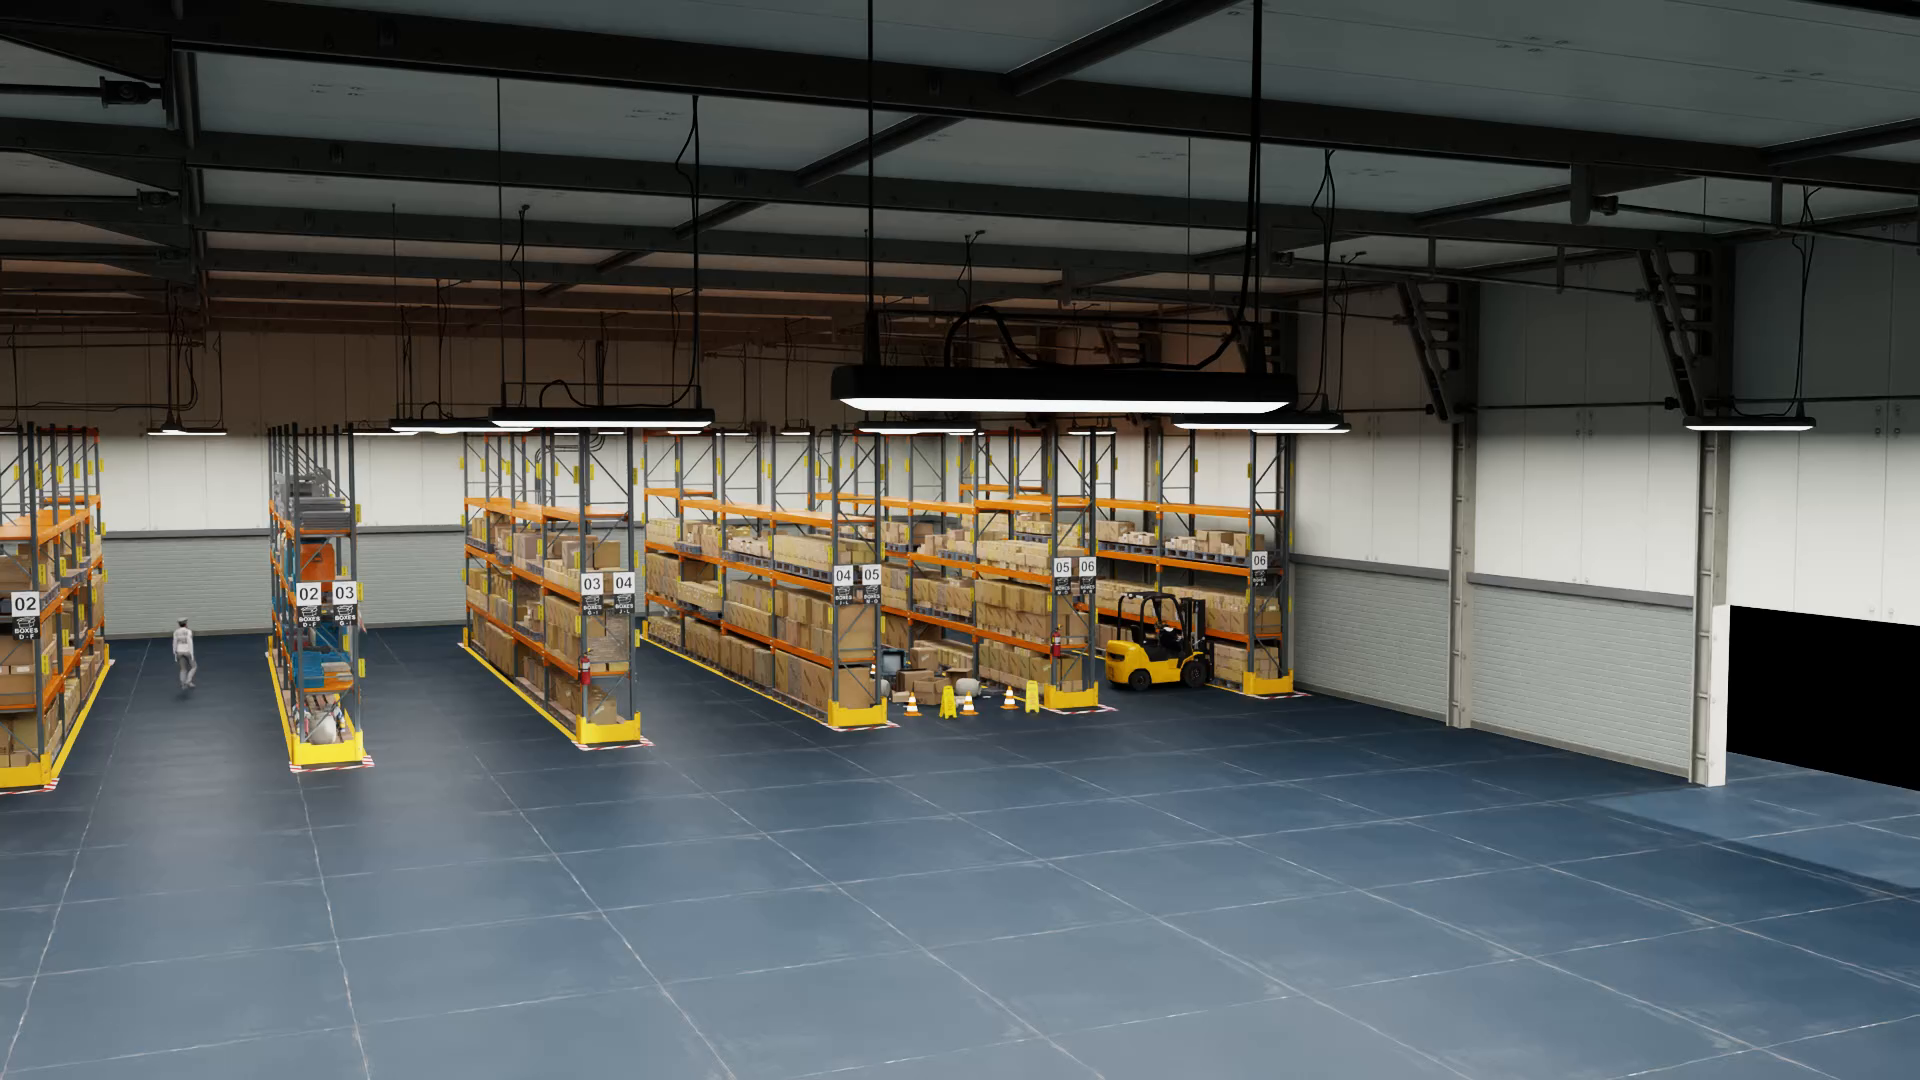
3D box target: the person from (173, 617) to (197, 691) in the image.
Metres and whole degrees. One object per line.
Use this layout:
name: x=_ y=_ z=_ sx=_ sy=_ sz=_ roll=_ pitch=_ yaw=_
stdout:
person: x=-17.566 y=2.581 z=37.645 sx=0.527 sy=1.668 sz=0.503 roll=0 pitch=3 yaw=-4

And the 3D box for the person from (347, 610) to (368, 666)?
person: x=-15.224 y=2.295 z=41.697 sx=1.006 sy=1.743 sz=0.631 roll=3 pitch=5 yaw=43

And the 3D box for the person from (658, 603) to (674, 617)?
person: x=-8.741 y=1.825 z=49.804 sx=0.551 sy=1.737 sz=1.036 roll=2 pitch=4 yaw=27
